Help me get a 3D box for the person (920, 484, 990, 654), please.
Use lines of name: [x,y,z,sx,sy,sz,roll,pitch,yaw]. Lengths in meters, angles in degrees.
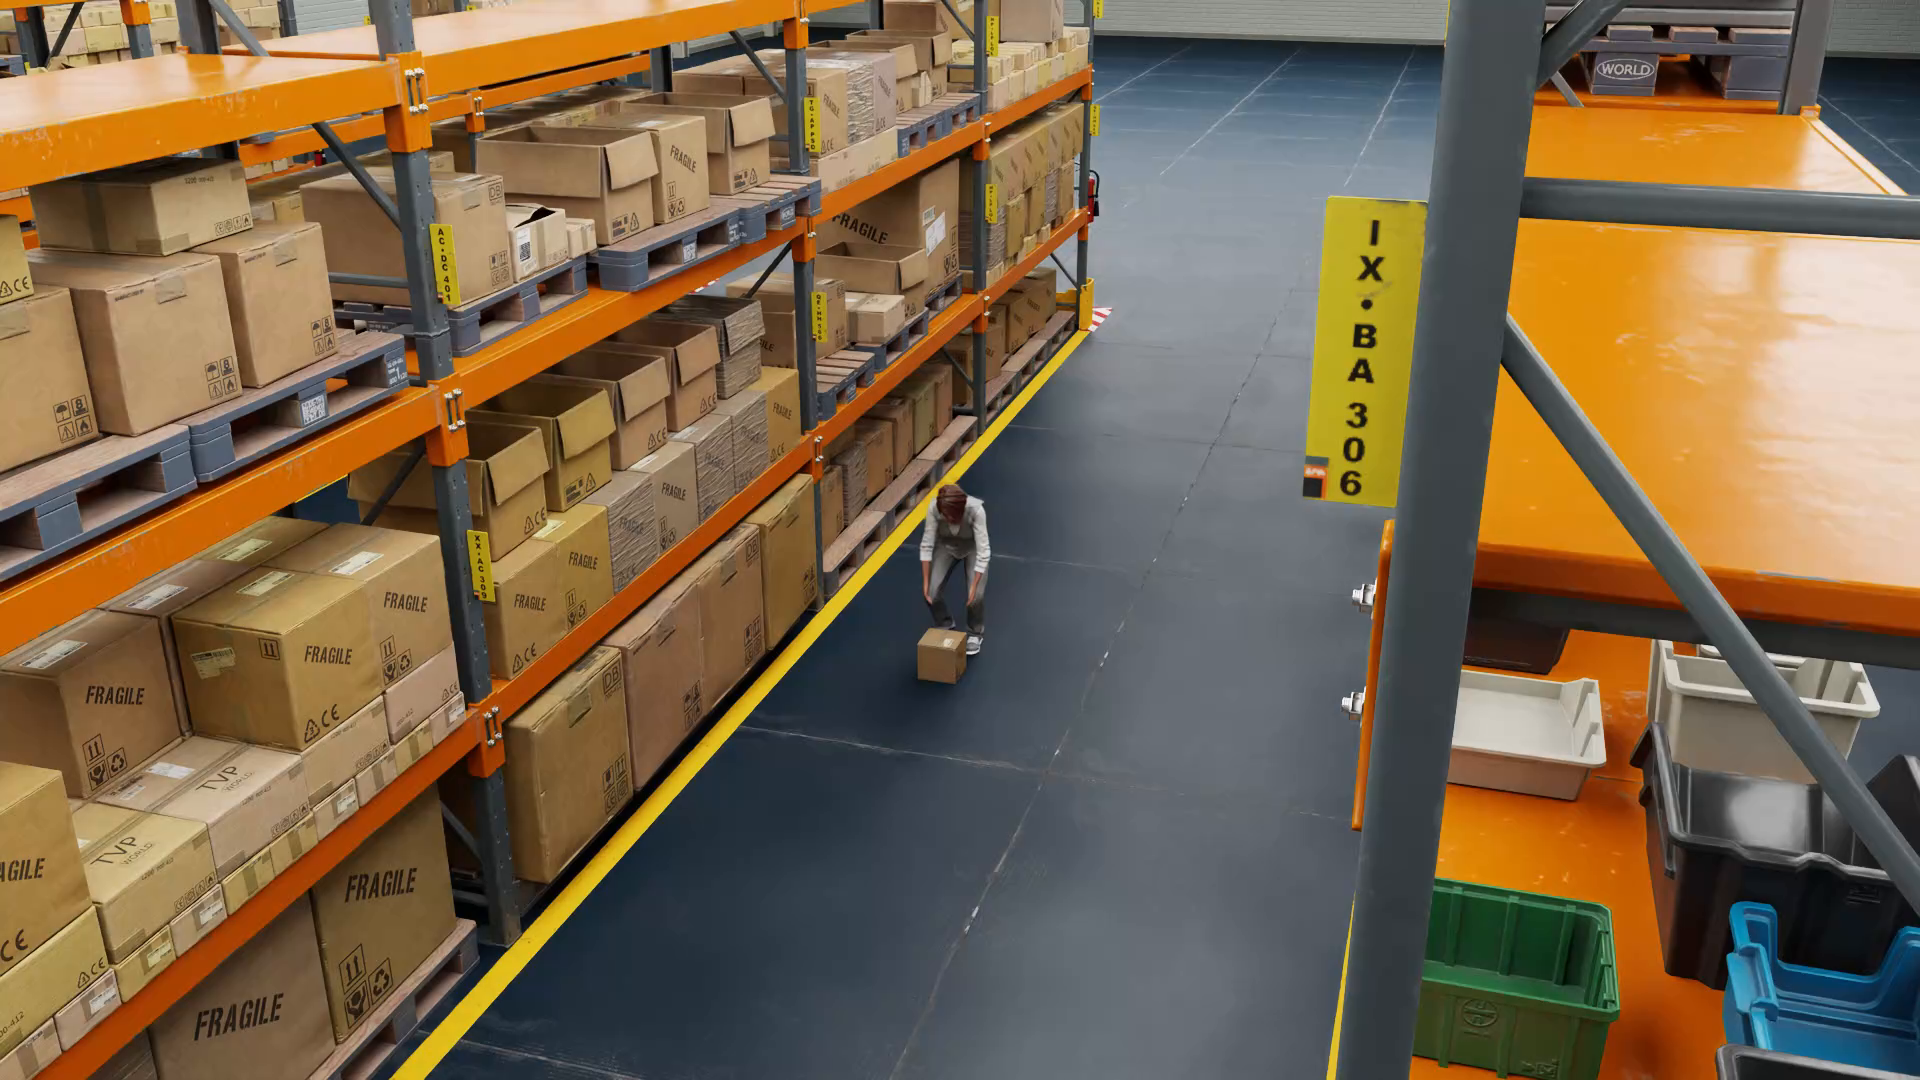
person: [0.003,0.150,10.713,0.462,1.242,0.688,7,23,16]
